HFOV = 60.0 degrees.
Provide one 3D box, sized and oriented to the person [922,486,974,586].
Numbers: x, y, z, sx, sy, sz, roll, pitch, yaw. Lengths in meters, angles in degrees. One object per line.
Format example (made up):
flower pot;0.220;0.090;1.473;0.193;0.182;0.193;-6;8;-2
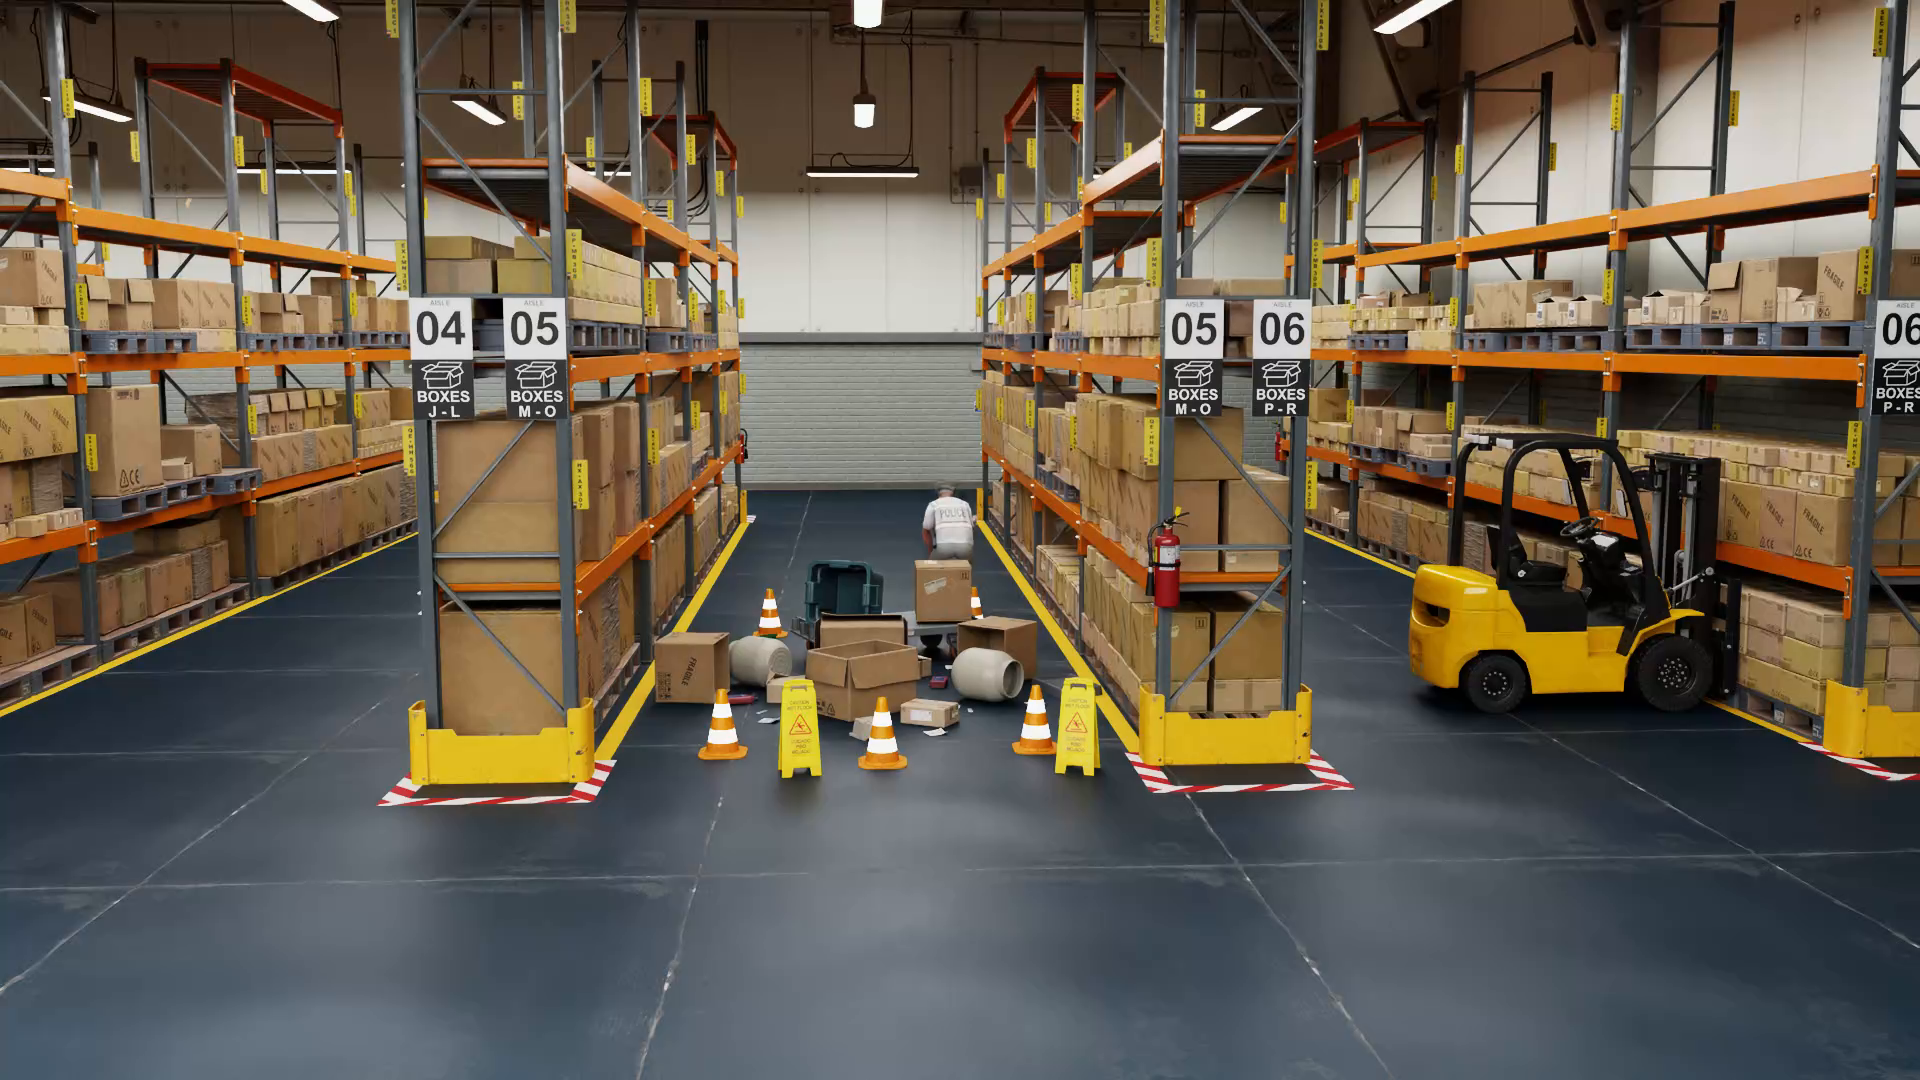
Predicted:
person;-0.125;0.051;18.753;0.586;1.291;0.868;0;7;-4
